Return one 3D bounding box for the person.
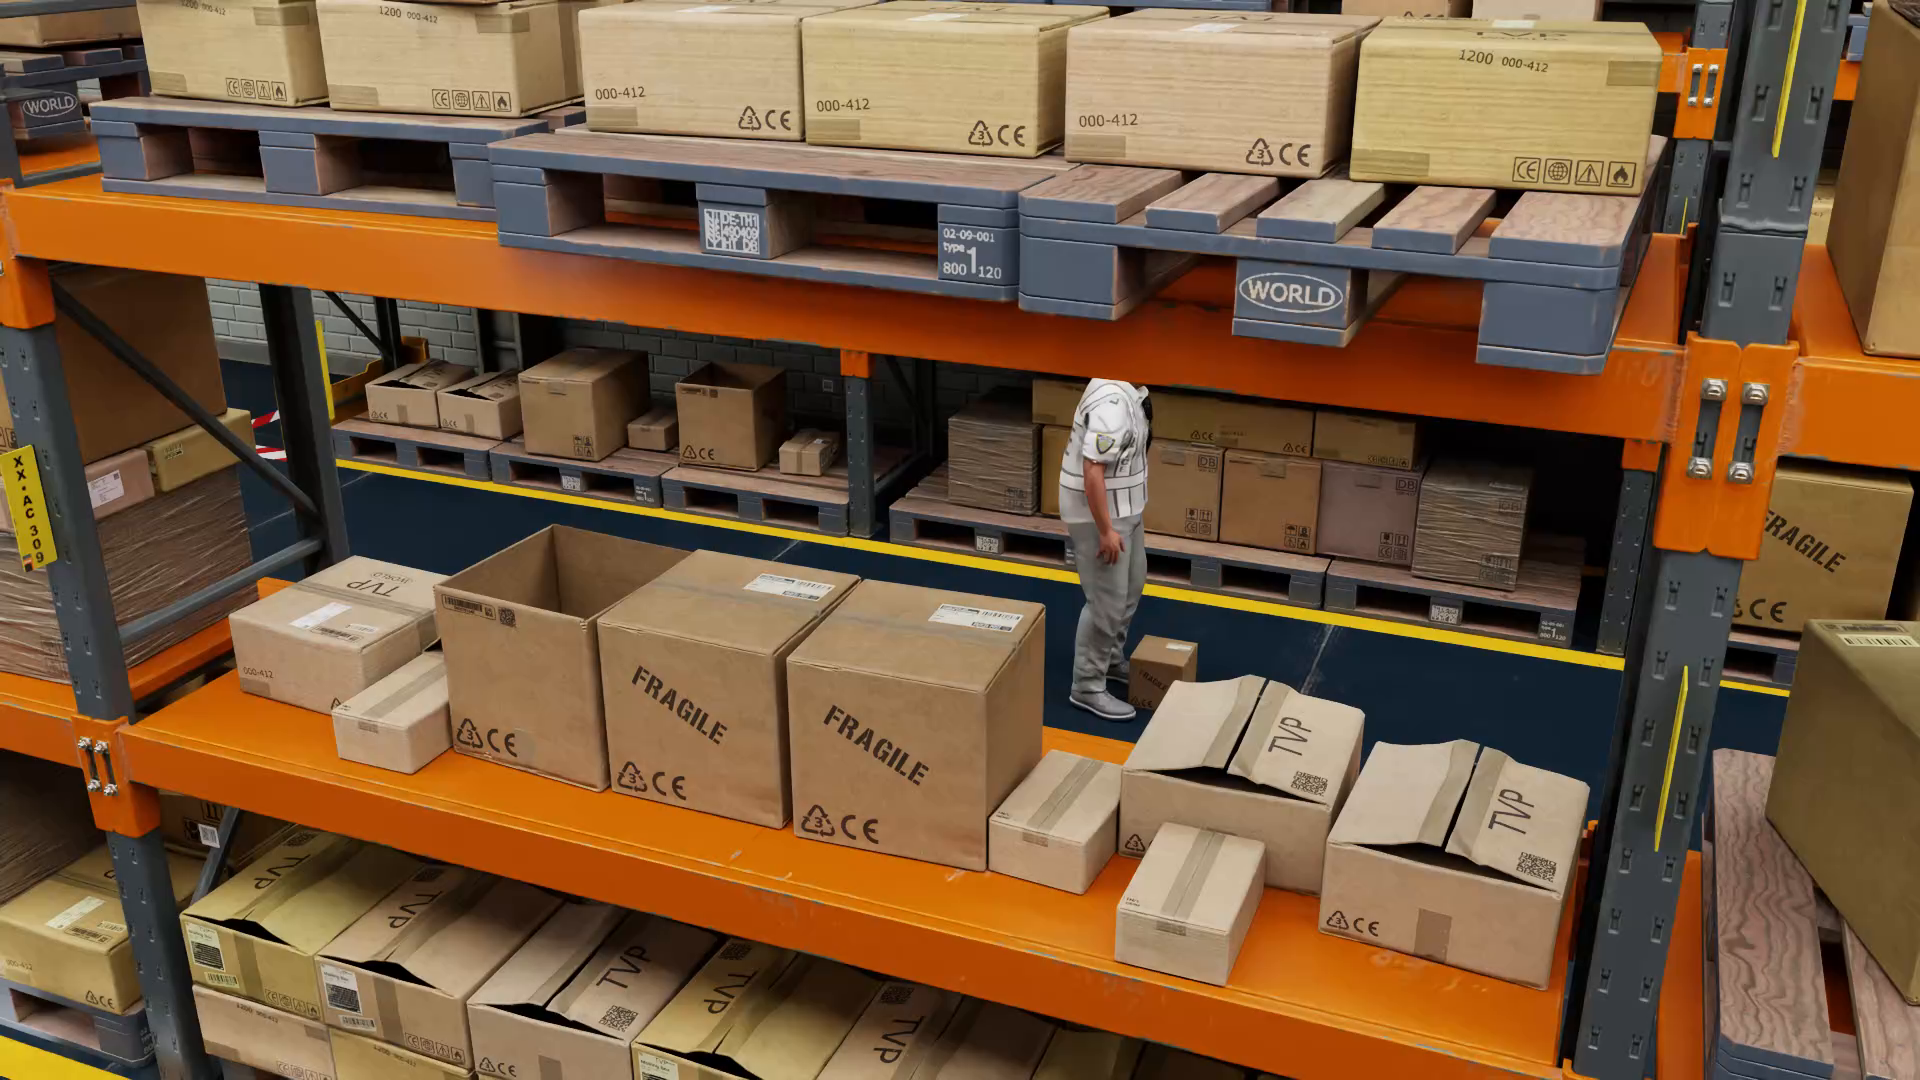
[{"bbox_3d":[0.662,-0.116,7.366,0.438,1.747,0.585,8,23,18],"label":"person"}]
